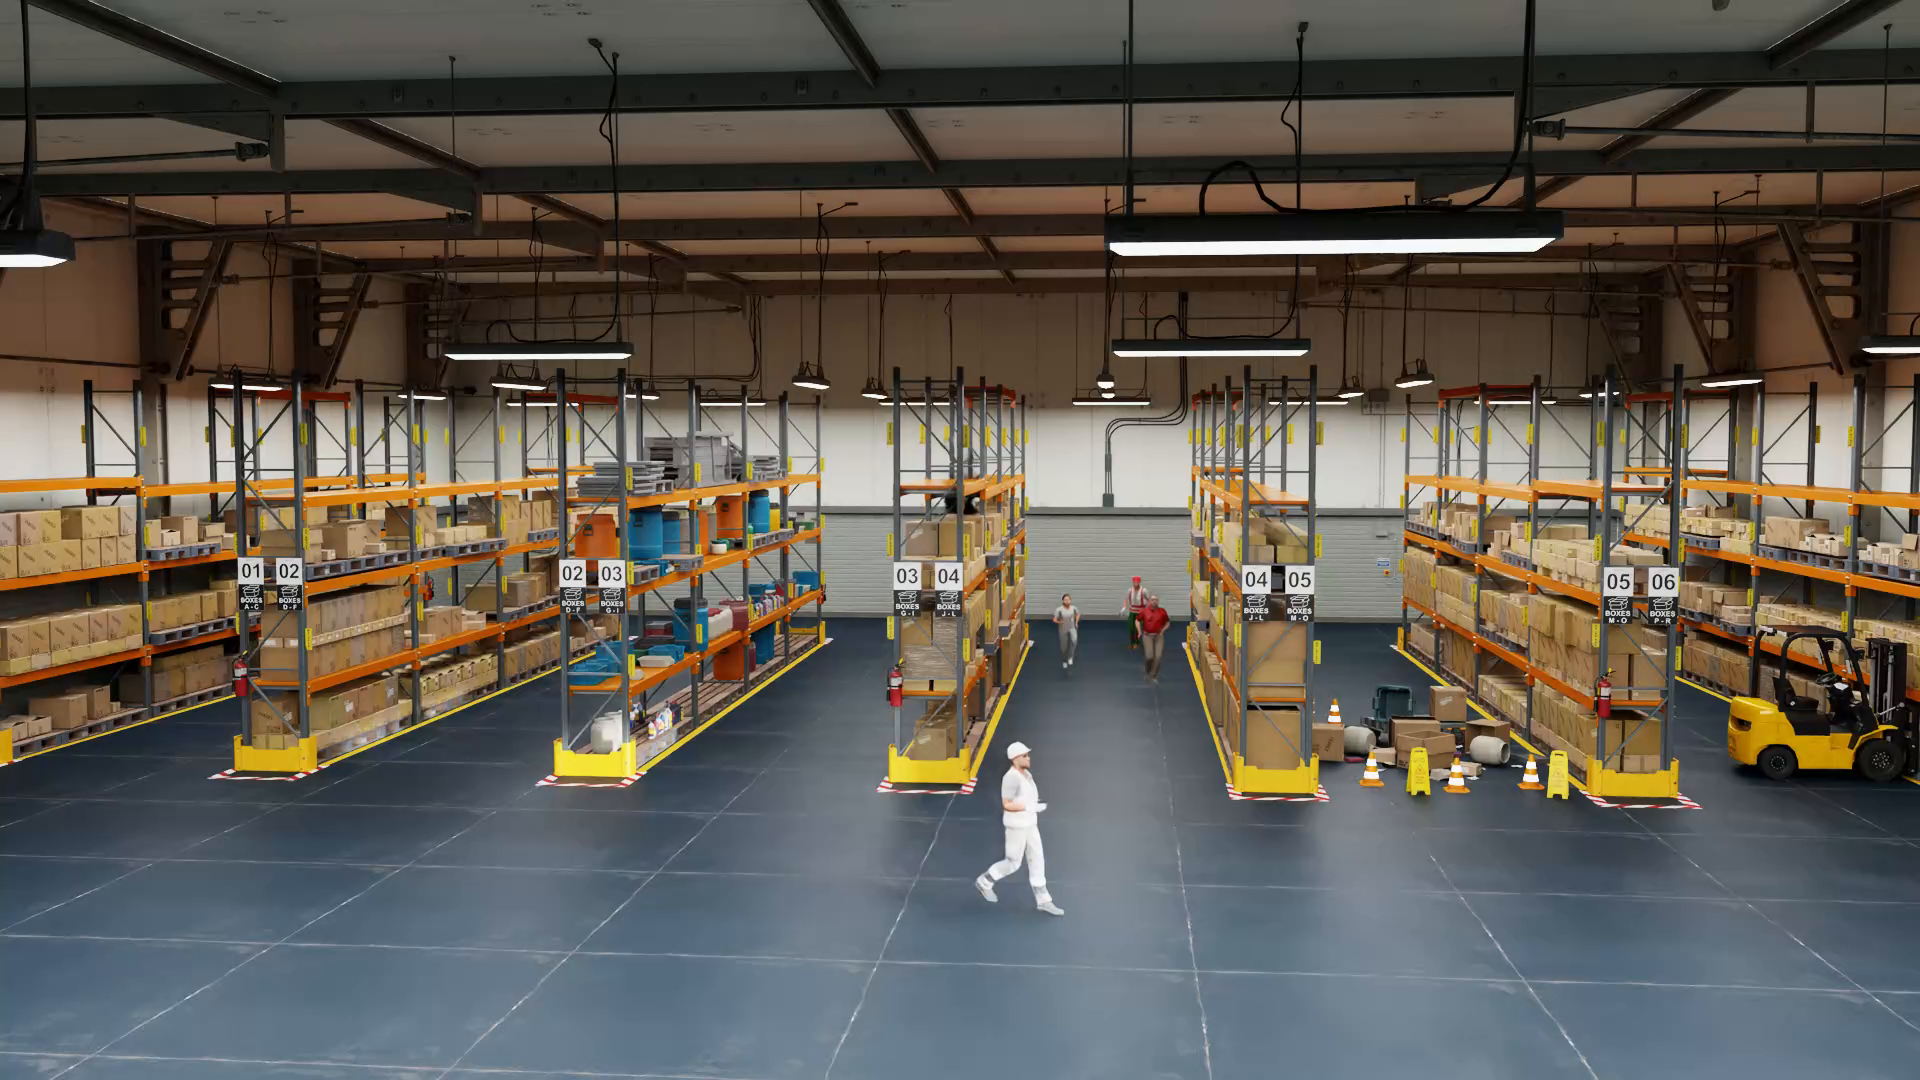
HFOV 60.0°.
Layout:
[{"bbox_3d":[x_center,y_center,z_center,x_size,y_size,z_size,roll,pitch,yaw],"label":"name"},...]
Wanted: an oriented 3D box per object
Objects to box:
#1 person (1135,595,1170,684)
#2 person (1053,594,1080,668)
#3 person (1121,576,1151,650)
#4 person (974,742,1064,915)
[{"bbox_3d":[3.694,1.899,31.718,0.658,1.698,0.557,0,4,-2],"label":"person"},{"bbox_3d":[2.235,1.937,35.067,0.550,1.610,0.966,0,4,1],"label":"person"},{"bbox_3d":[4.148,1.717,39.060,0.647,1.755,0.637,2,4,25],"label":"person"},{"bbox_3d":[0.620,3.004,17.401,0.987,1.786,0.656,2,4,26],"label":"person"}]
